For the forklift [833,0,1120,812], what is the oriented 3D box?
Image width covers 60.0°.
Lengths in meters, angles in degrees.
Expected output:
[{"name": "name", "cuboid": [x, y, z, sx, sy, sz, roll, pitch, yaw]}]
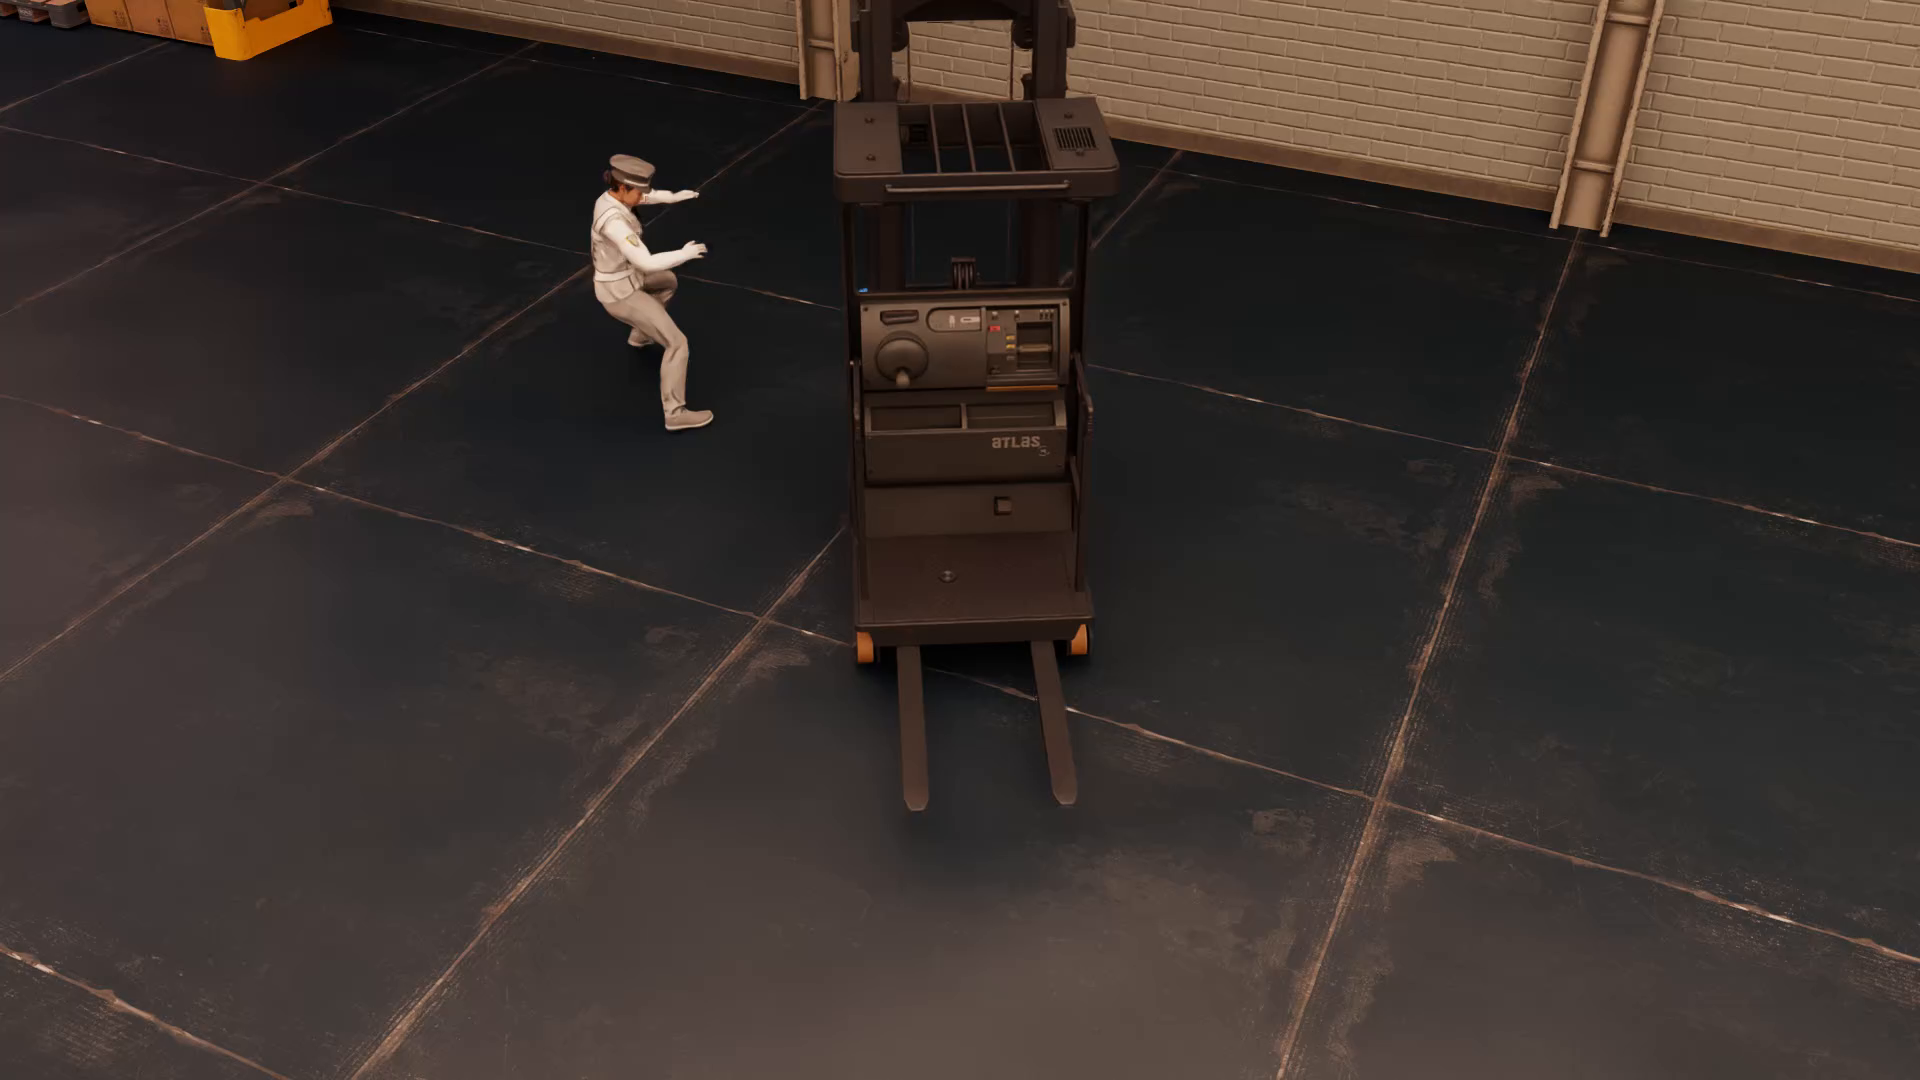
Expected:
[{"name": "forklift", "cuboid": [0.040, -0.810, 7.223, 1.130, 2.935, 3.031, -2, 36, -3]}]

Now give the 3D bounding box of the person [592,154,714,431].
[{"name": "person", "cuboid": [-1.756, -1.515, 9.489, 0.655, 1.447, 1.115, -4, 36, -6]}]
